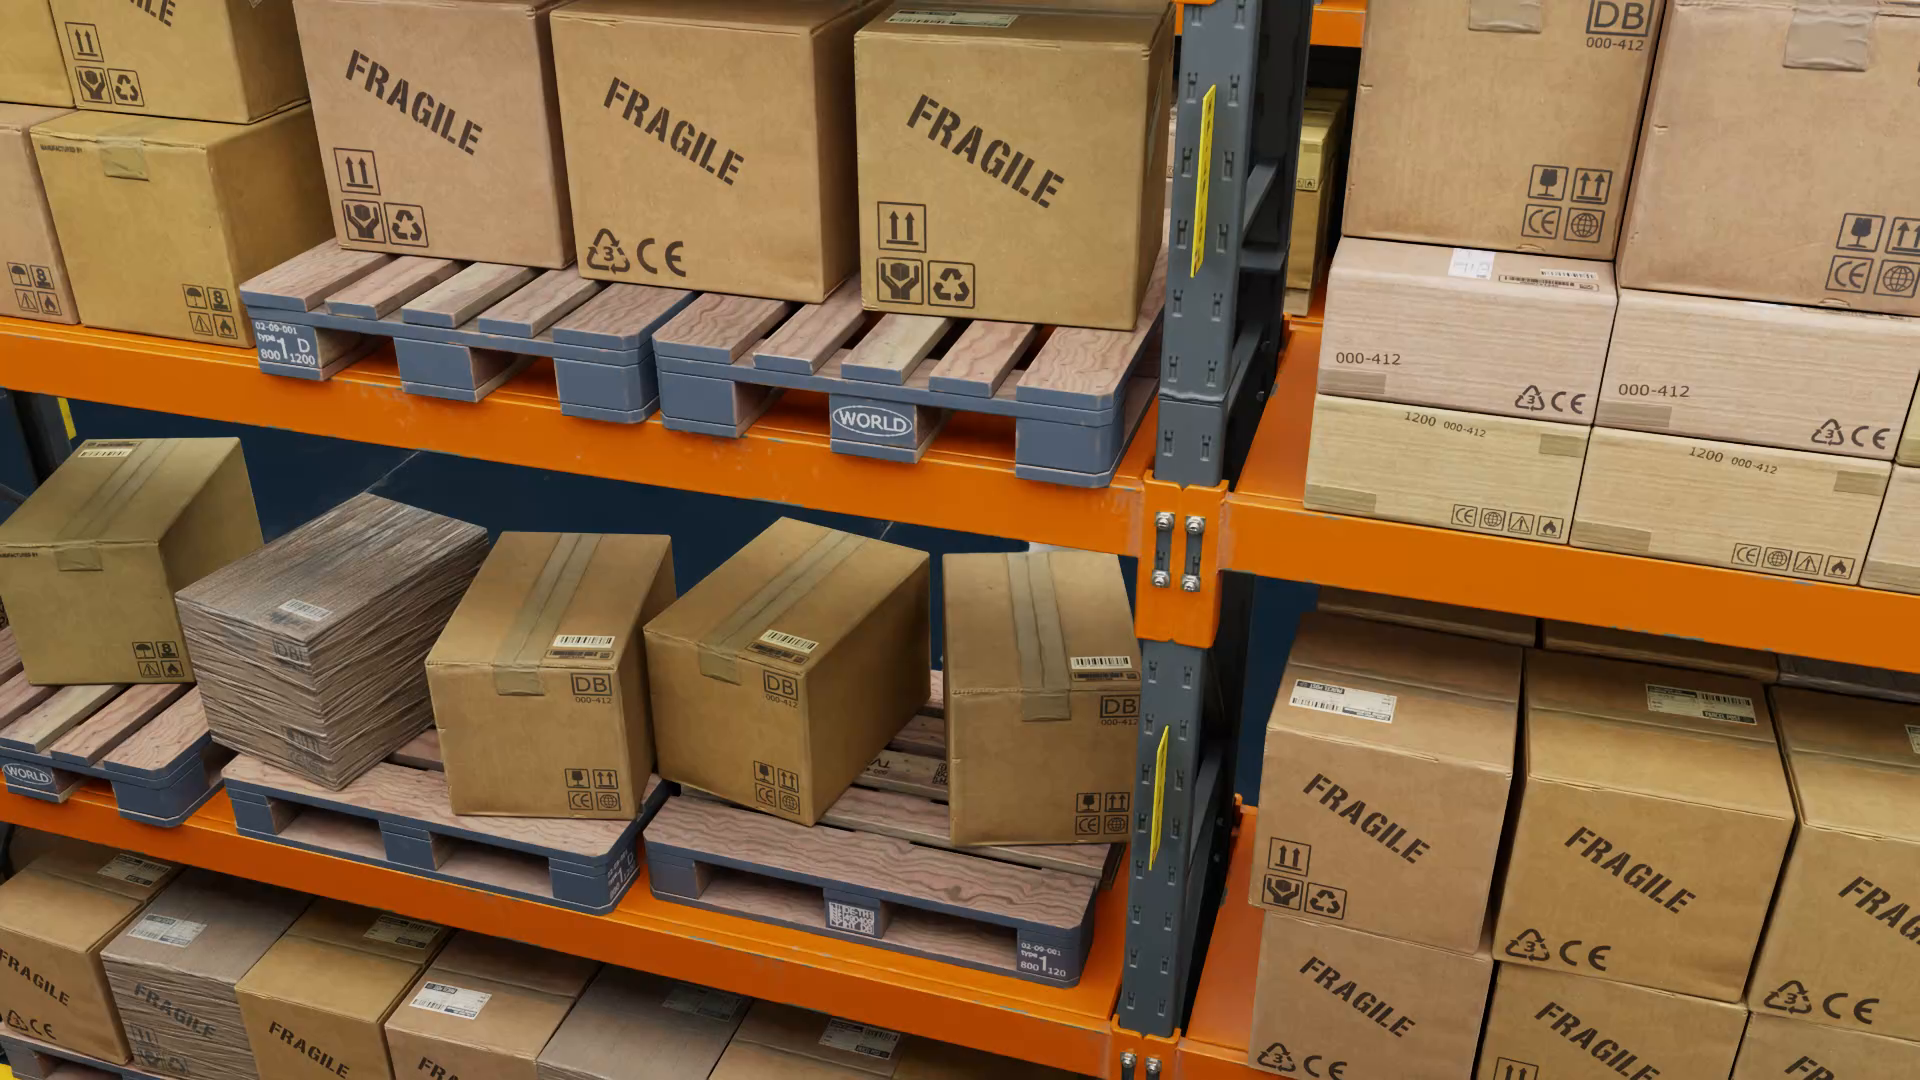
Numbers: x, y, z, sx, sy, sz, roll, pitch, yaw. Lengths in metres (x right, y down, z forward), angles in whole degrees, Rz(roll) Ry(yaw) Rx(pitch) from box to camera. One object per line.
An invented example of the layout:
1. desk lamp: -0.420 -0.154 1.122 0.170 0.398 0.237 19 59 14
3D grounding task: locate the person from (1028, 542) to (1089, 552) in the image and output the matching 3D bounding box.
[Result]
1. person: 0.474 -0.071 7.240 0.521 1.768 0.635 -7 30 -13
